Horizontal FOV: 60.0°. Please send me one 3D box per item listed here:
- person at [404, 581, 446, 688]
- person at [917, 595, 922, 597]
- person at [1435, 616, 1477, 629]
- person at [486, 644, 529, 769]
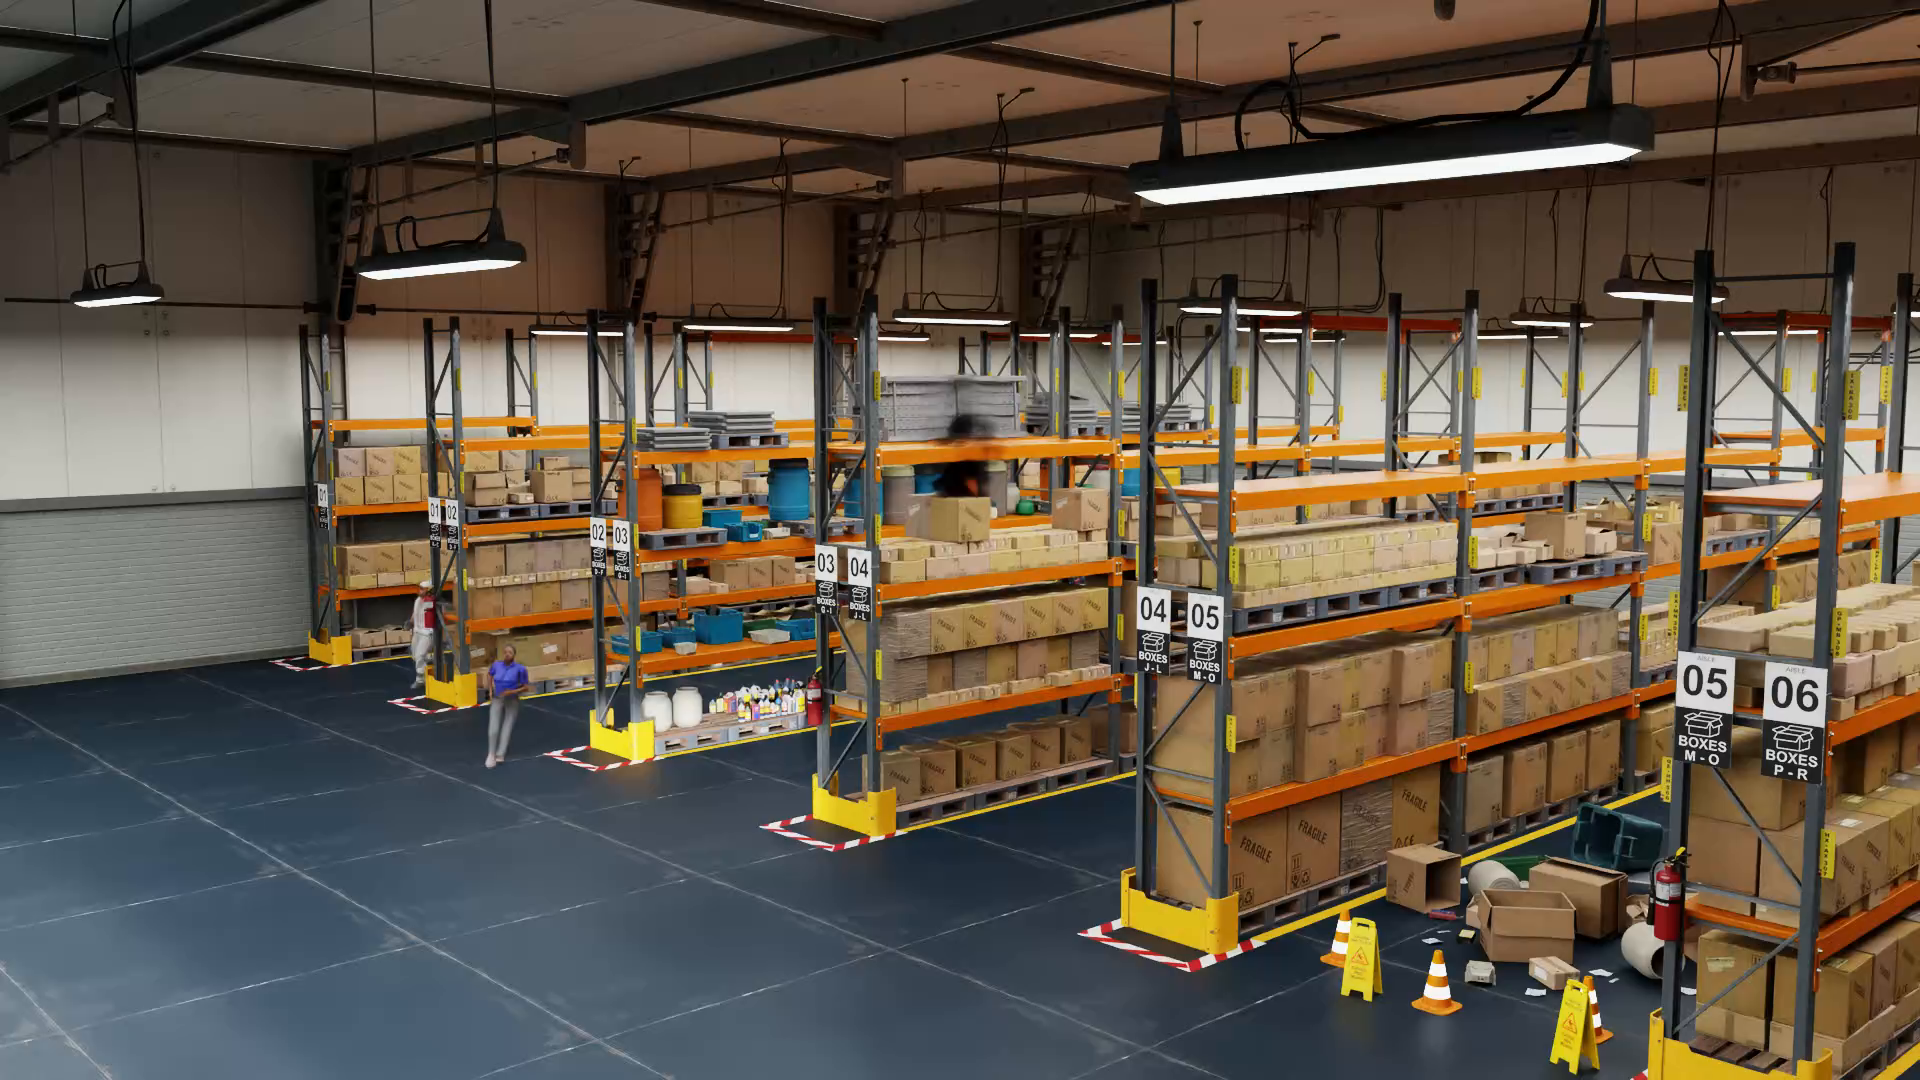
[{"bbox_3d":[-8.746,1.539,27.401,0.680,1.755,0.708,3,7,31],"label":"person"},{"bbox_3d":[-0.909,1.445,28.567,0.655,1.674,0.598,5,7,39],"label":"person"},{"bbox_3d":[7.276,1.790,24.465,0.690,1.819,0.910,5,8,42],"label":"person"},{"bbox_3d":[-5.926,2.168,21.751,0.579,1.647,0.631,-1,6,-7],"label":"person"}]
